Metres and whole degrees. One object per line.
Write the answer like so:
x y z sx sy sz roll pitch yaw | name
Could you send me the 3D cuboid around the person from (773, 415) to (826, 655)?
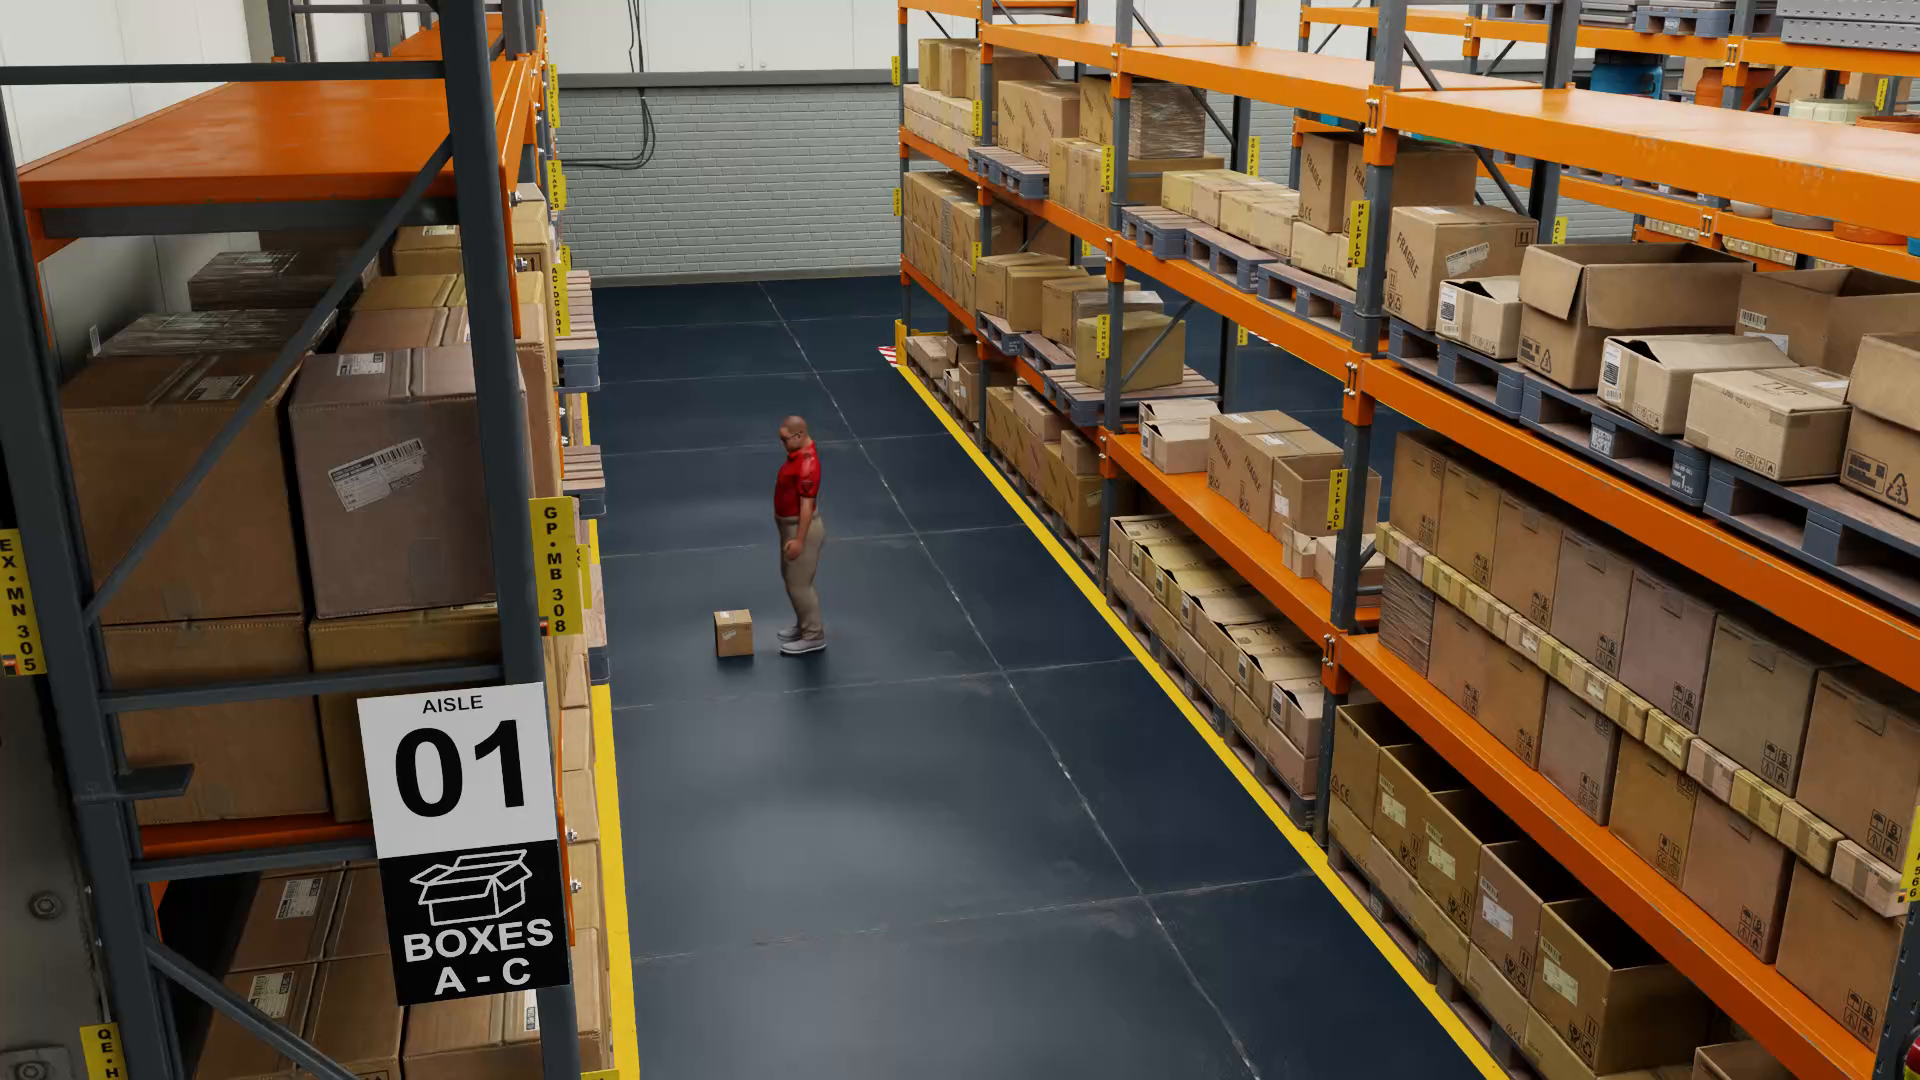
-1.138 -0.046 11.756 0.357 1.723 0.532 -4 20 -11 | person
